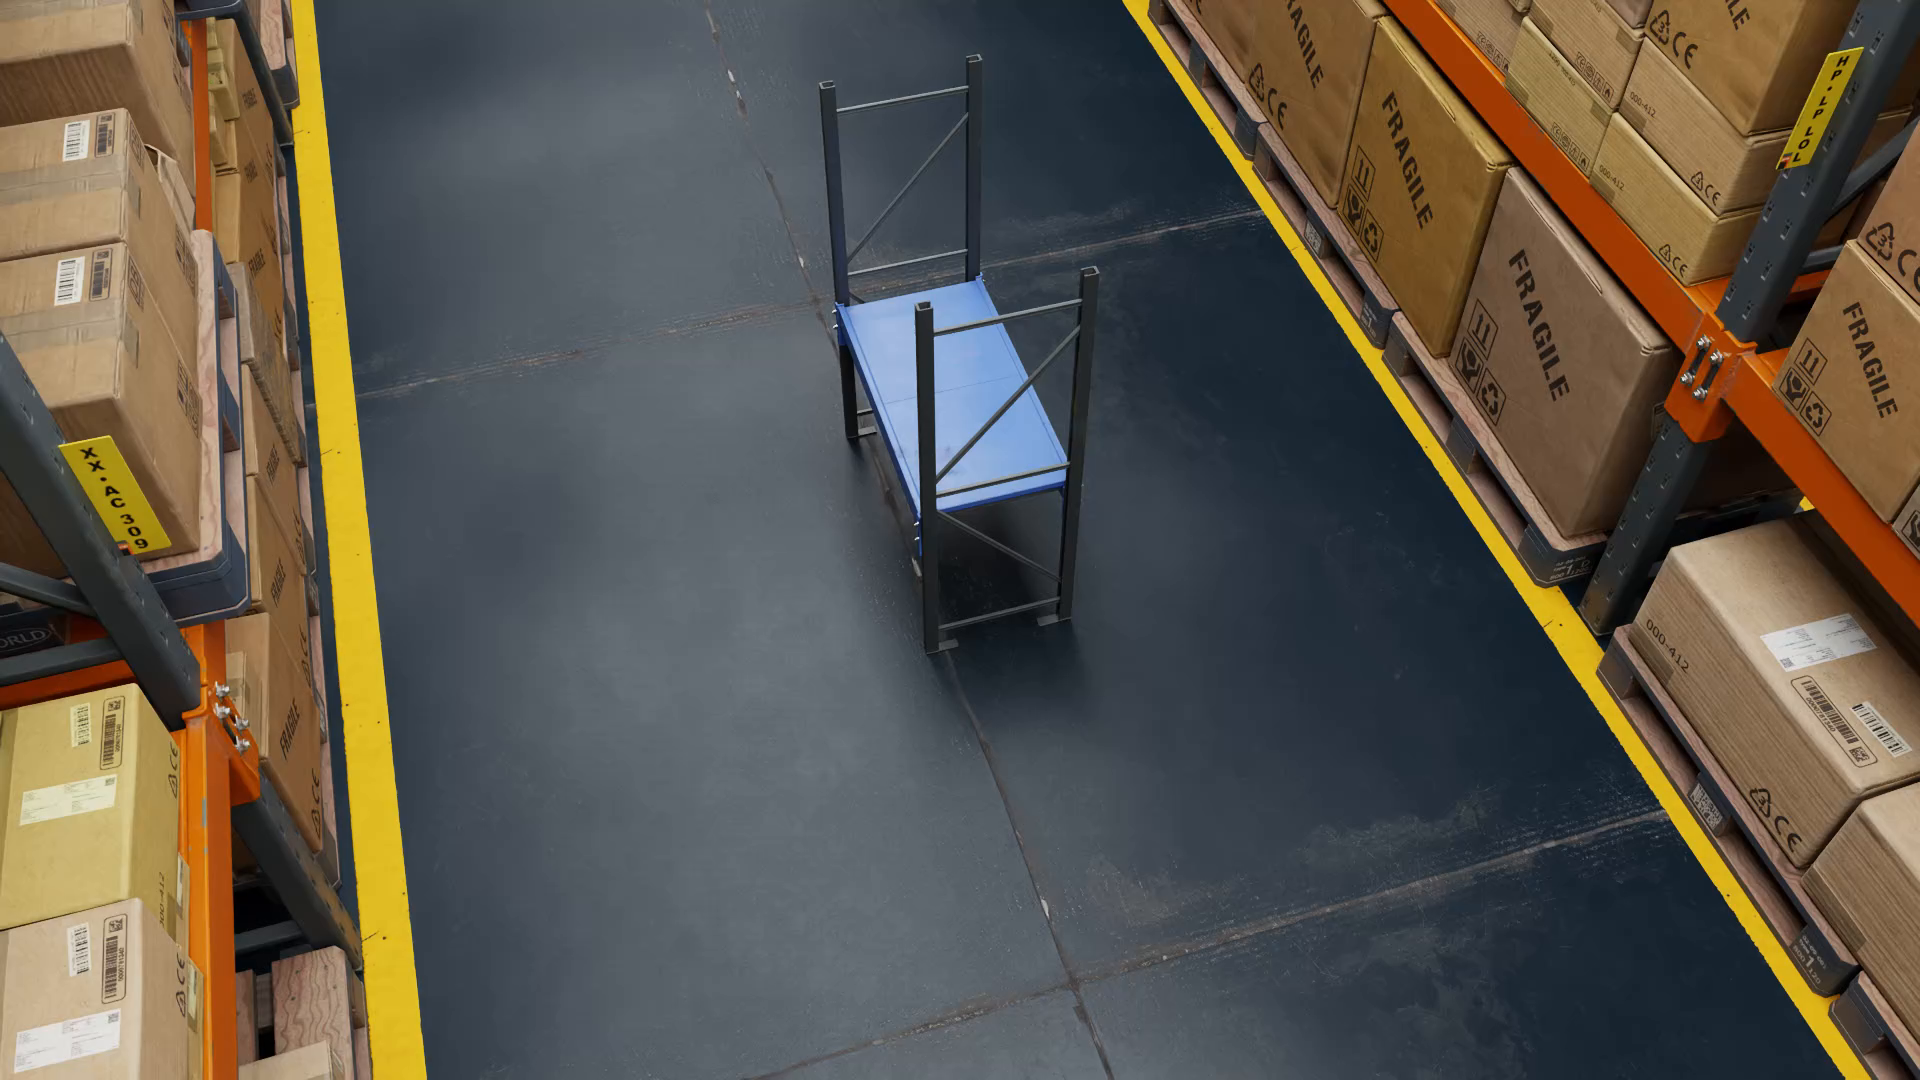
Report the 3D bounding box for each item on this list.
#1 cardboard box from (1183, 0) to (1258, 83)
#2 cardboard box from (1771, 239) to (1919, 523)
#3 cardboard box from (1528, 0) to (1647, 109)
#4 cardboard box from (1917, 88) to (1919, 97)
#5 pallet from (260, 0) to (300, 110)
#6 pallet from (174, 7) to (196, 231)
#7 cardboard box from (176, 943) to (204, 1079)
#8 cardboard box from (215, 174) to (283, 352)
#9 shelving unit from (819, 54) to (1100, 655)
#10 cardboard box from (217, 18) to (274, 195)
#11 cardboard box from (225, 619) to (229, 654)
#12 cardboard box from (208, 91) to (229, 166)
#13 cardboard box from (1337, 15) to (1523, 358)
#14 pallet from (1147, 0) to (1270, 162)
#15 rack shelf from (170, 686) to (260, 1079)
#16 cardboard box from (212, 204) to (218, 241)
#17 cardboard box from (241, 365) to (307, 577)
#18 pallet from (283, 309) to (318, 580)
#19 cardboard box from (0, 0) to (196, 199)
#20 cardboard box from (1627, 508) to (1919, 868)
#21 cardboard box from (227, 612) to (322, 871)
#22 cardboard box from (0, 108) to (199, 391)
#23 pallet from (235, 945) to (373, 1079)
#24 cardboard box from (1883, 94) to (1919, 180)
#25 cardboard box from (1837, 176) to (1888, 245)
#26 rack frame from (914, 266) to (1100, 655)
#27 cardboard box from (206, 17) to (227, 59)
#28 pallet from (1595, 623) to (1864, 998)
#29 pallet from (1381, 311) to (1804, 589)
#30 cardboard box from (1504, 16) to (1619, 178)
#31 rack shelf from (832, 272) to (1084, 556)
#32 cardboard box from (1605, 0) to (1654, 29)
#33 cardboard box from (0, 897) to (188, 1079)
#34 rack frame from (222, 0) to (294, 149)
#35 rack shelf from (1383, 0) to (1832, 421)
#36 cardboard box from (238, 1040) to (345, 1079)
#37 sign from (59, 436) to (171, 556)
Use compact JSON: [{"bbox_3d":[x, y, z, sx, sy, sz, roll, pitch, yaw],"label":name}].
[{"bbox_3d":[1.495,-2.649,7.136,0.875,0.875,0.875,-14,51,-11],"label":"cardboard box"},{"bbox_3d":[2.441,-0.431,4.086,0.500,0.500,0.500,-12,51,-10],"label":"cardboard box"},{"bbox_3d":[2.035,-1.544,4.861,0.500,0.250,0.500,-12,51,-10],"label":"cardboard box"},{"bbox_3d":[2.697,-1.541,4.368,0.500,0.500,0.500,-13,51,-11],"label":"cardboard box"},{"bbox_3d":[-3.577,-2.308,7.558,1.003,0.211,1.213,-13,51,-11],"label":"pallet"},{"bbox_3d":[-2.791,-1.116,4.854,1.003,0.211,1.213,-13,51,-11],"label":"pallet"},{"bbox_3d":[-1.655,0.951,3.151,0.380,0.149,0.250,-12,51,-10],"label":"cardboard box"},{"bbox_3d":[-2.745,-0.917,5.921,0.500,0.500,0.500,-11,51,-9],"label":"cardboard box"},{"bbox_3d":[-0.025,-0.546,5.229,0.538,1.500,1.048,-13,51,-11],"label":"shelving unit"},{"bbox_3d":[-3.040,-1.666,6.553,0.500,0.500,0.500,-12,51,-10],"label":"cardboard box"},{"bbox_3d":[-2.196,0.279,4.489,0.380,0.149,0.250,-15,51,-12],"label":"cardboard box"},{"bbox_3d":[-2.837,-1.438,5.936,0.380,0.149,0.250,-15,51,-12],"label":"cardboard box"},{"bbox_3d":[2.018,-1.344,6.036,0.875,0.875,0.875,-12,51,-10],"label":"cardboard box"},{"bbox_3d":[1.531,-2.230,7.492,1.003,0.211,1.213,-13,51,-11],"label":"pallet"},{"bbox_3d":[-1.596,2.017,2.558,1.077,0.370,4.000,-13,51,-11],"label":"rack shelf"},{"bbox_3d":[-2.728,-1.052,5.611,0.380,0.149,0.250,-14,51,-12],"label":"cardboard box"},{"bbox_3d":[-2.426,-0.161,5.284,0.500,0.500,0.500,-15,51,-12],"label":"cardboard box"},{"bbox_3d":[-2.829,-0.255,5.827,1.003,0.211,1.213,-13,51,-11],"label":"pallet"},{"bbox_3d":[-2.502,-1.198,4.458,0.700,0.500,0.500,-14,51,-11],"label":"cardboard box"},{"bbox_3d":[2.636,0.373,4.875,0.875,0.438,0.875,-14,51,-12],"label":"cardboard box"},{"bbox_3d":[-2.116,0.591,4.650,0.500,0.500,0.500,-11,51,-9],"label":"cardboard box"},{"bbox_3d":[-2.270,-0.625,3.975,0.700,0.500,0.500,-13,51,-11],"label":"cardboard box"},{"bbox_3d":[-1.986,1.725,4.158,1.003,0.211,1.213,-13,51,-11],"label":"pallet"},{"bbox_3d":[2.692,-1.298,4.654,0.500,0.250,0.500,-15,51,-12],"label":"cardboard box"},{"bbox_3d":[2.675,-1.133,4.841,0.500,0.250,0.500,-14,51,-12],"label":"cardboard box"},{"bbox_3d":[0.125,-0.174,4.916,0.500,1.500,0.032,-13,51,-11],"label":"rack frame"},{"bbox_3d":[-2.983,-1.832,6.269,0.380,0.149,0.250,-16,52,-13],"label":"cardboard box"},{"bbox_3d":[2.703,0.671,5.046,1.003,0.211,1.213,-13,51,-11],"label":"pallet"},{"bbox_3d":[2.253,-0.448,5.990,1.003,0.211,1.213,-13,51,-11],"label":"pallet"},{"bbox_3d":[2.030,-1.395,5.062,0.500,0.250,0.500,-14,51,-11],"label":"cardboard box"},{"bbox_3d":[-0.025,-0.430,5.367,0.538,0.185,1.000,-13,51,-11],"label":"rack shelf"},{"bbox_3d":[2.021,-1.801,4.587,0.500,0.500,0.500,-12,51,-10],"label":"cardboard box"},{"bbox_3d":[-1.642,0.956,2.885,0.500,0.250,0.500,-13,51,-11],"label":"cardboard box"},{"bbox_3d":[-3.371,-2.597,5.977,1.000,3.000,0.127,-13,51,-11],"label":"rack frame"},{"bbox_3d":[1.961,-2.029,5.969,1.077,0.370,4.000,-13,51,-11],"label":"rack shelf"},{"bbox_3d":[-1.743,1.449,4.157,0.380,0.149,0.250,-15,51,-12],"label":"cardboard box"},{"bbox_3d":[-1.672,-0.083,3.292,0.100,0.325,0.005,-13,51,-11],"label":"sign"}]
